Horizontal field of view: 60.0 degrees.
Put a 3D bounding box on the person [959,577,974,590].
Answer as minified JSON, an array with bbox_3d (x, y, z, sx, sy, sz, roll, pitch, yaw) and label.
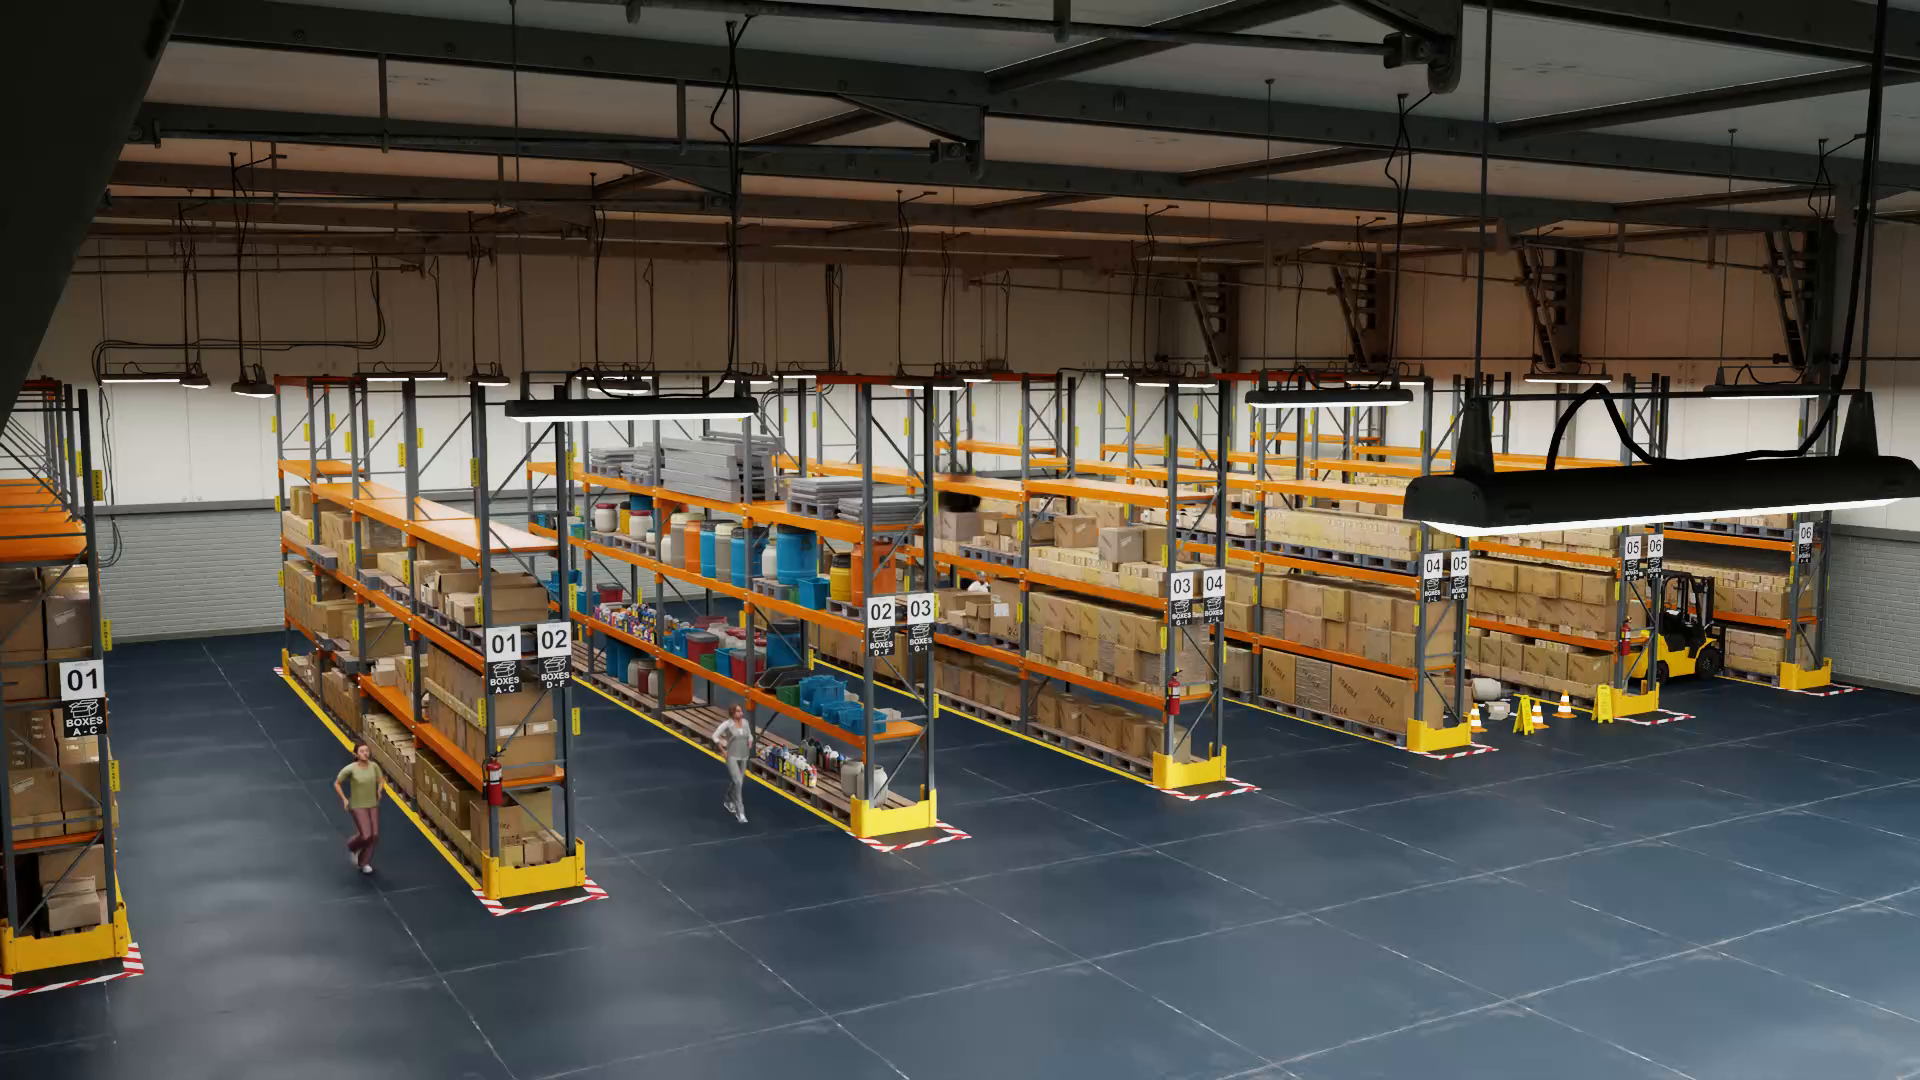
[{"bbox_3d":[0.188,0.930,42.419,0.783,1.581,0.685,2,7,18],"label":"person"}]

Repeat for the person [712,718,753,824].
[{"bbox_3d":[-3.086,3.152,22.870,0.535,1.420,0.654,-6,8,-42],"label":"person"}]

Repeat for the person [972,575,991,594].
[{"bbox_3d":[0.407,1.518,36.465,0.650,1.680,0.652,-4,7,-33],"label":"person"}]

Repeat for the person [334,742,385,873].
[{"bbox_3d":[-7.323,3.288,20.451,0.540,1.627,0.575,6,9,44],"label":"person"}]
